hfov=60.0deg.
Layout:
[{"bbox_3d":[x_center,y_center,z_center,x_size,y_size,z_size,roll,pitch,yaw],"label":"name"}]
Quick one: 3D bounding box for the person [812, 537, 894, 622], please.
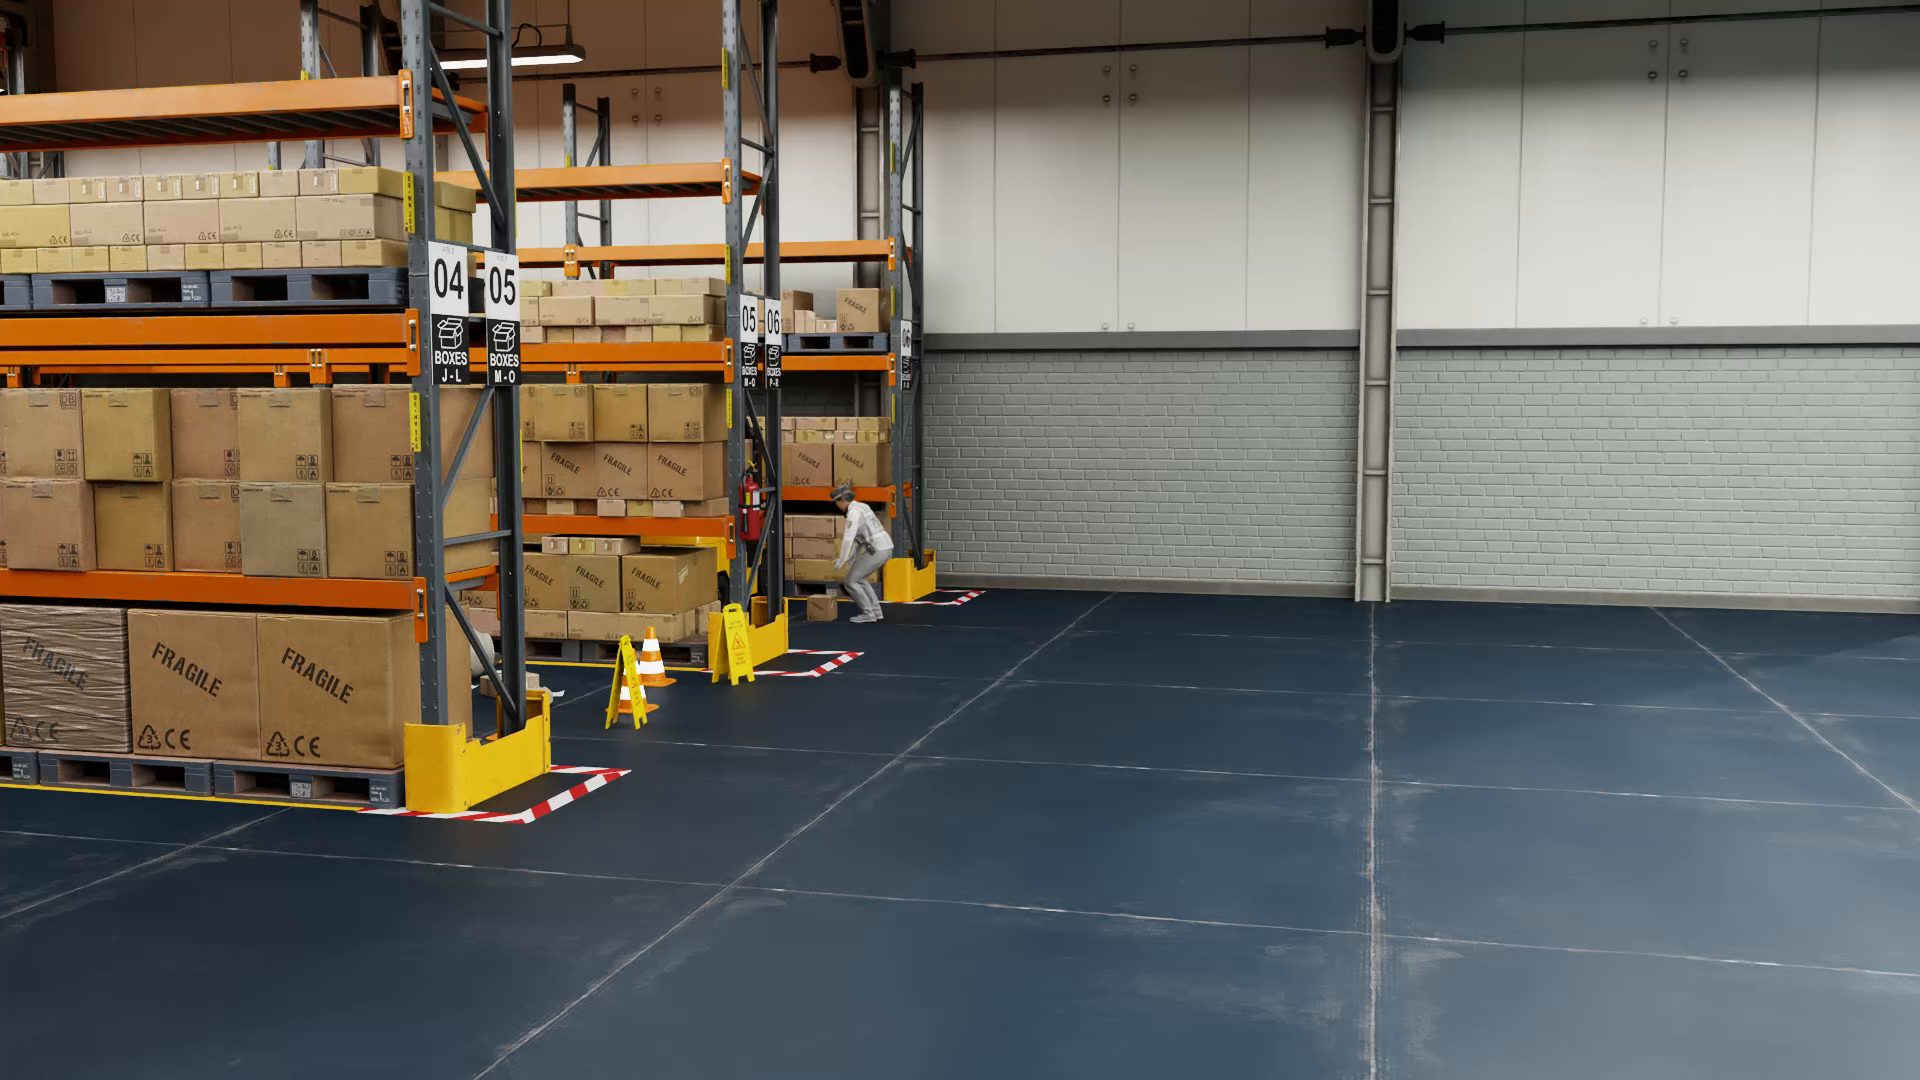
[{"bbox_3d":[-1.123,0.410,17.370,0.857,0.886,0.488,1,5,14],"label":"person"}]
